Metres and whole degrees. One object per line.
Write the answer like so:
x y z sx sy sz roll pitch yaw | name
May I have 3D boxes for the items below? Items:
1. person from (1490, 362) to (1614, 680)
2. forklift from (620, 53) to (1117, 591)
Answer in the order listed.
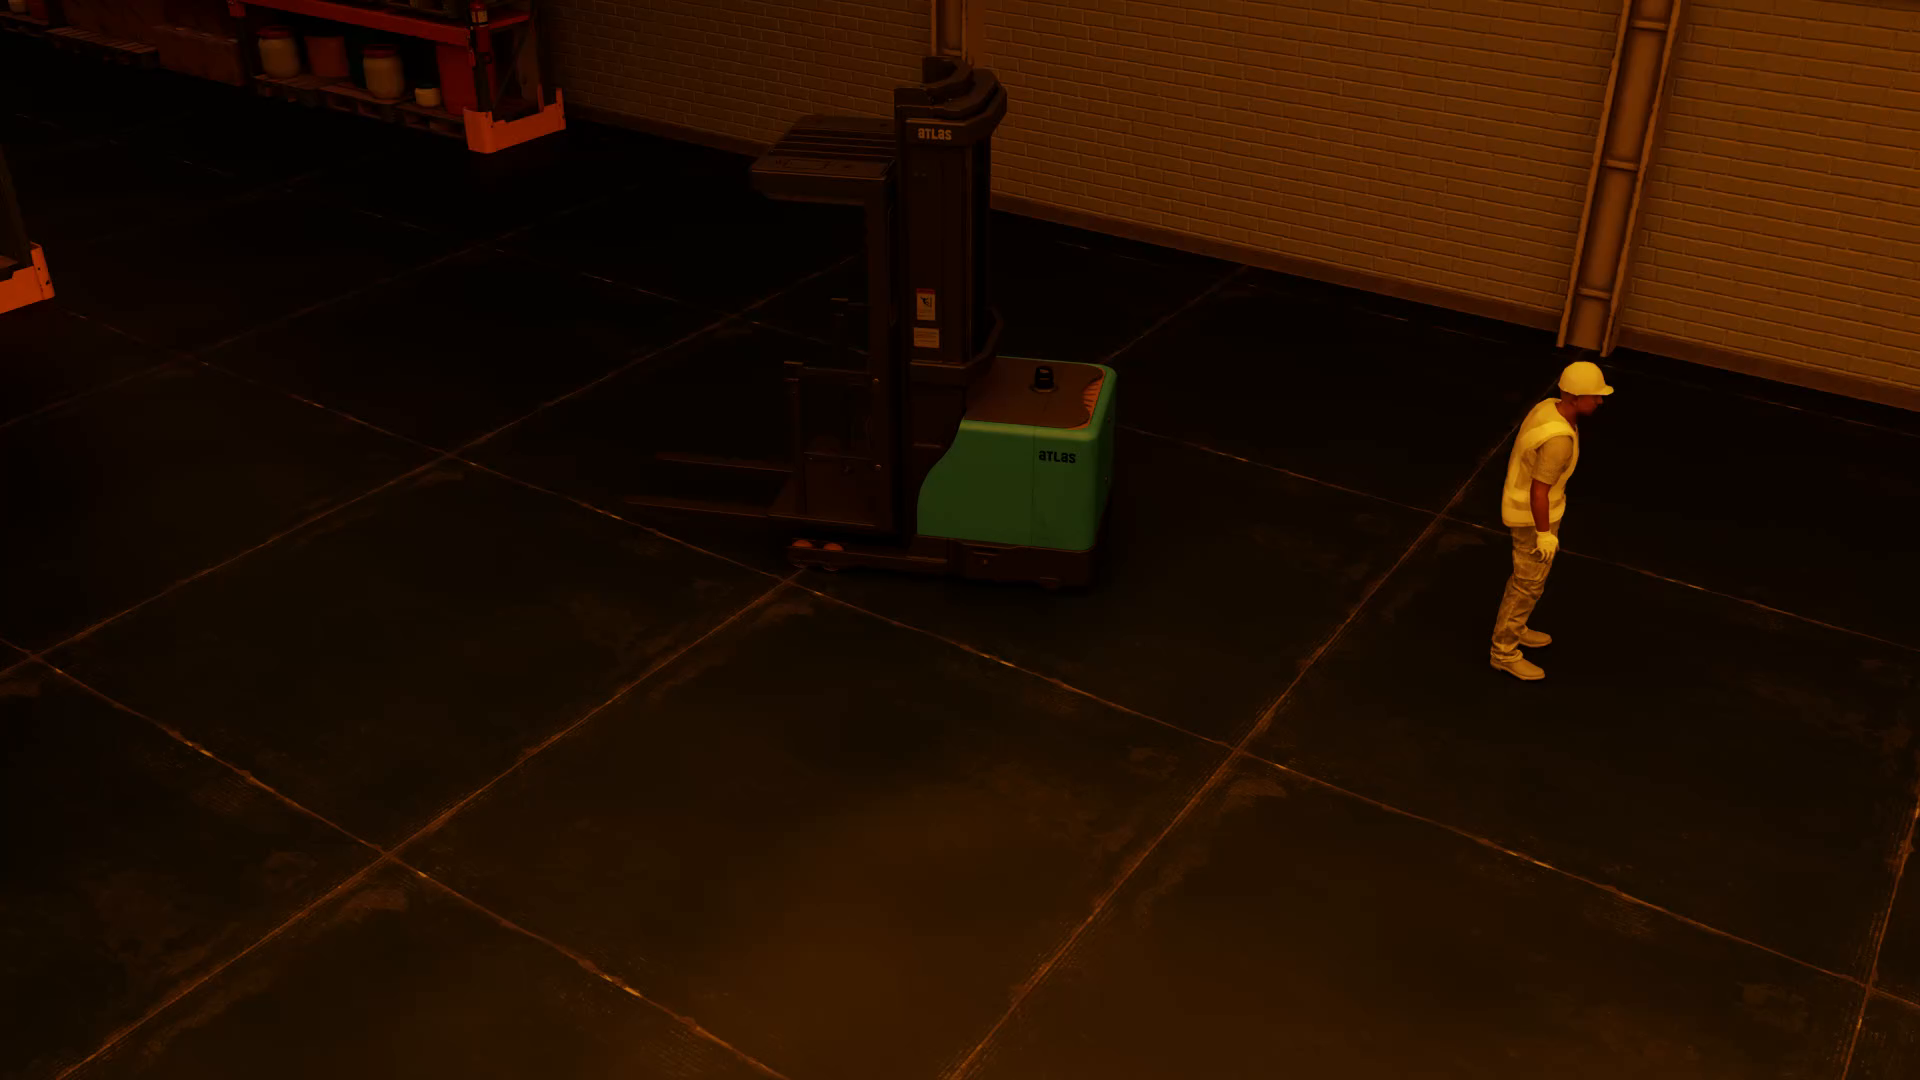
3.144 -0.138 8.972 0.443 1.776 0.630 11 32 18 | person
-0.596 -1.330 9.871 3.031 2.935 1.130 6 31 10 | forklift
